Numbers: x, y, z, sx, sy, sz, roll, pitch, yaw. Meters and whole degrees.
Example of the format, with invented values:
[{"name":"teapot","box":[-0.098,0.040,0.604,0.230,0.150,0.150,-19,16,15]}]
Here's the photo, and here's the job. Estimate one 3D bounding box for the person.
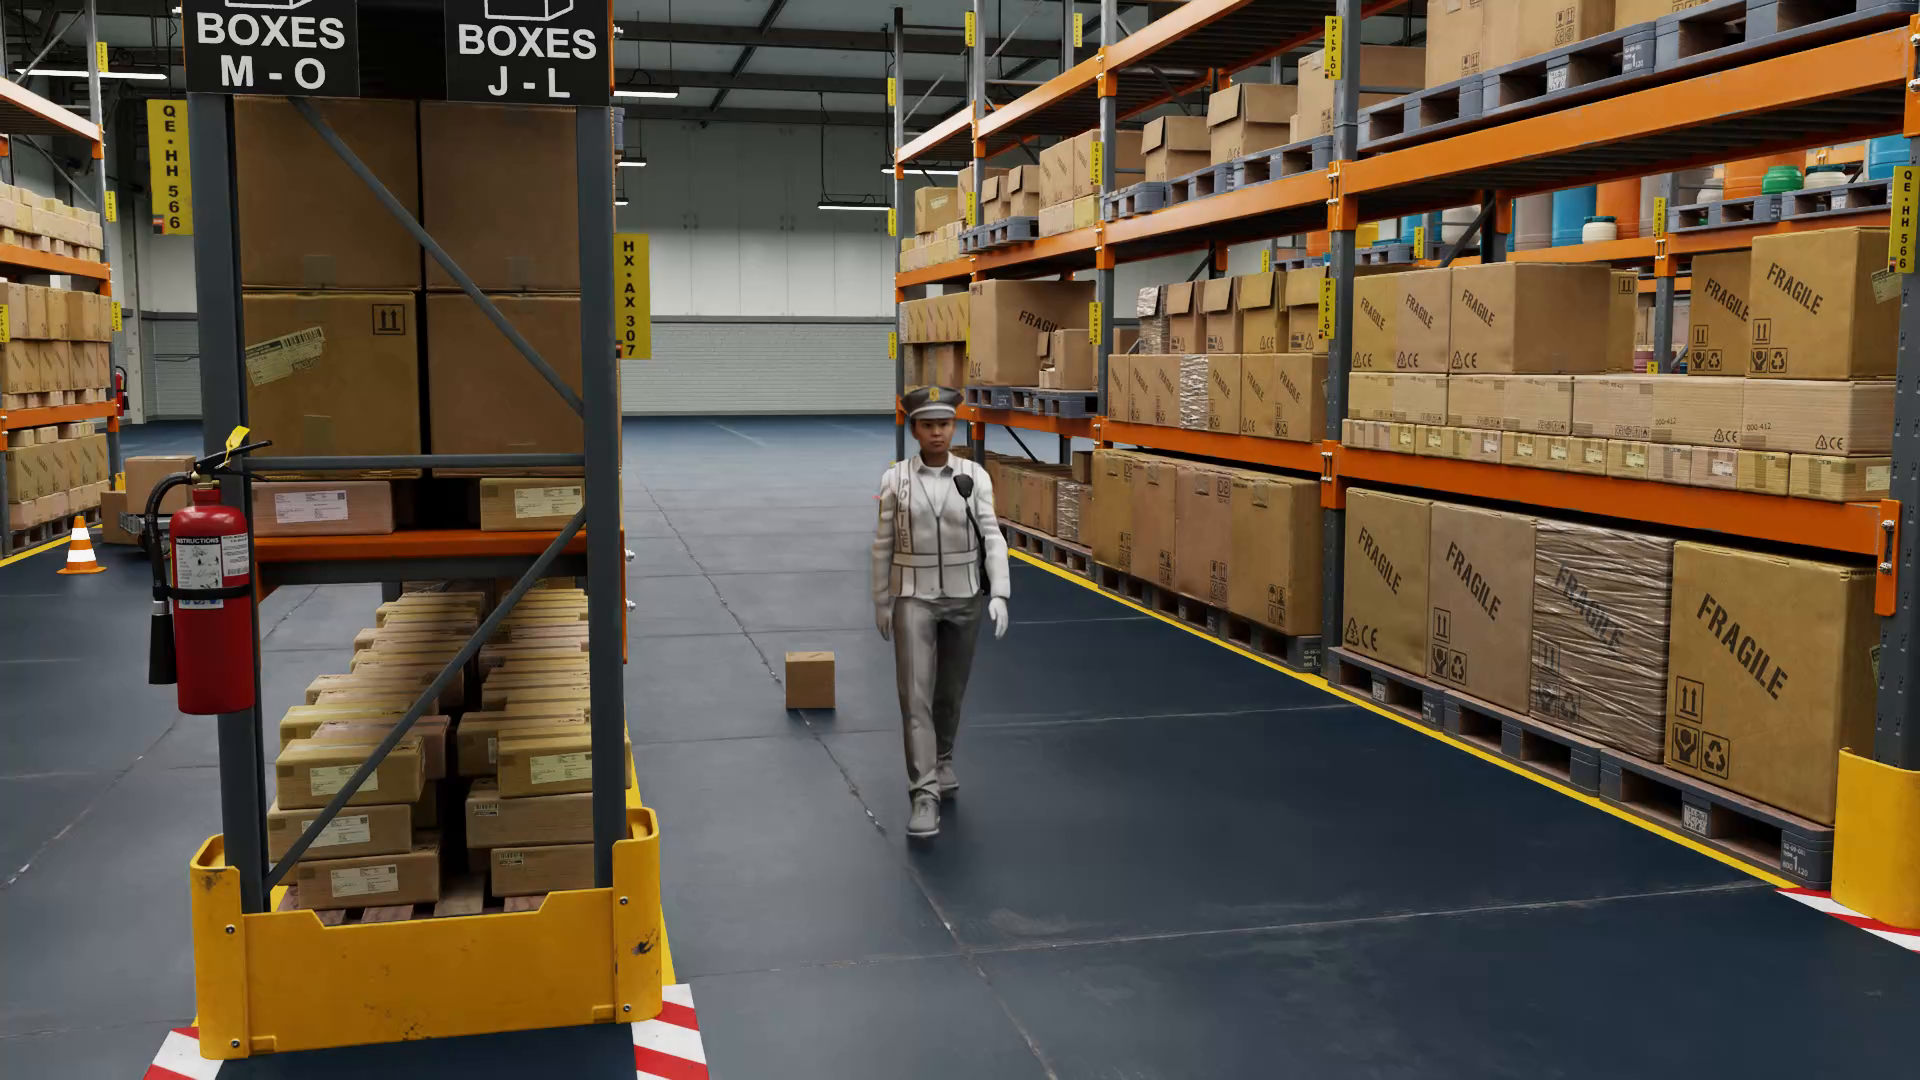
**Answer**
[{"name":"person","box":[-0.061,0.229,6.325,0.504,1.631,0.982,-1,6,-9]}]
